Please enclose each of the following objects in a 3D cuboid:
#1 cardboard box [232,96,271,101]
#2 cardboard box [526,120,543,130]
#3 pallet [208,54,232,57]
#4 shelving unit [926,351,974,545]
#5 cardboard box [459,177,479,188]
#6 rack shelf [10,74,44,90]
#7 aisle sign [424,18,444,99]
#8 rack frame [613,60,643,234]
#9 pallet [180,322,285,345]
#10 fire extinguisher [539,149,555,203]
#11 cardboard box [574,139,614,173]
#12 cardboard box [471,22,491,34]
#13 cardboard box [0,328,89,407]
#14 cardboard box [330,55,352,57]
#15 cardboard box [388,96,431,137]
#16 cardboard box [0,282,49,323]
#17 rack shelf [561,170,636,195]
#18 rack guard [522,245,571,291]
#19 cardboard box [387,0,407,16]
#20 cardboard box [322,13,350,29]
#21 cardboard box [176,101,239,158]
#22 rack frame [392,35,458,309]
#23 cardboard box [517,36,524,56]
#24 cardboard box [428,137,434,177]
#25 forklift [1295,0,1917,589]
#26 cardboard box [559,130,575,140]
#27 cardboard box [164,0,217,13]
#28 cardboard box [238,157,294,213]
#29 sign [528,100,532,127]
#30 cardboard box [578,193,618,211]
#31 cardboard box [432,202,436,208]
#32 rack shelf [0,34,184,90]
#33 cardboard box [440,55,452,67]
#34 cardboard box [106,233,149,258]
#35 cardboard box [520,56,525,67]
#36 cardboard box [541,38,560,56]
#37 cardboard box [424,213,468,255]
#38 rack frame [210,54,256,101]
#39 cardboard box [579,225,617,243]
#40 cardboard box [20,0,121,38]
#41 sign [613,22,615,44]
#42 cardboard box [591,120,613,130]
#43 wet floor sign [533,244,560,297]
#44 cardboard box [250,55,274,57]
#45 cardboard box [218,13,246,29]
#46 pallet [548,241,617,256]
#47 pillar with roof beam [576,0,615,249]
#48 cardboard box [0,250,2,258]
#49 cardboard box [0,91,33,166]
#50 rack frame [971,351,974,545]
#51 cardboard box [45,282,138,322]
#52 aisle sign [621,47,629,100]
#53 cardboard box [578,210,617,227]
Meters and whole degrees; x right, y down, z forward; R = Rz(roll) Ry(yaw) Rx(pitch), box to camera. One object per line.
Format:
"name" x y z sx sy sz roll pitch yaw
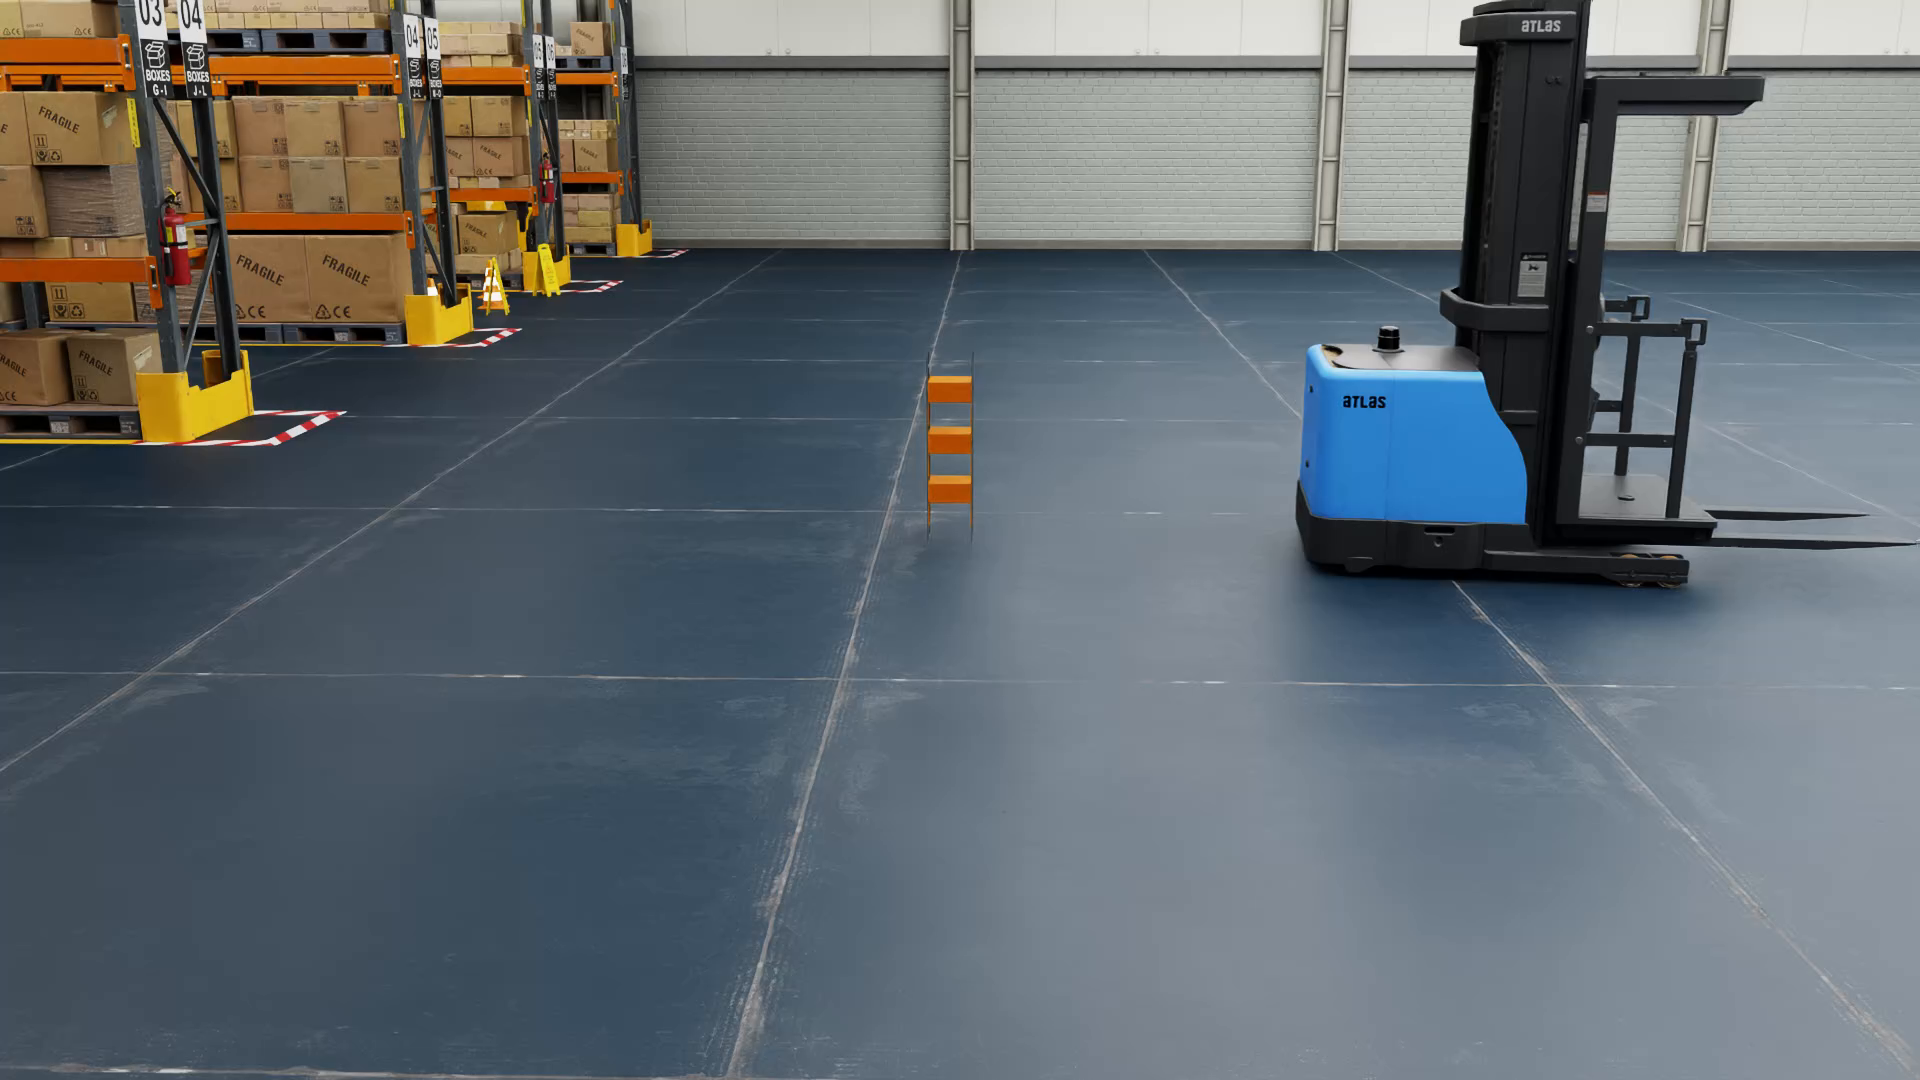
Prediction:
"cardboard box" -8.976 -5.474 21.471 0.500 0.500 0.700 0 15 1
"cardboard box" -6.672 -6.534 26.174 0.250 0.149 0.380 1 15 3
"pallet" -10.025 -6.248 21.629 1.003 0.211 1.213 0 15 1
"shelving unit" -0.053 -0.508 9.207 0.252 1.050 0.215 0 15 1
"cardboard box" -6.303 -4.638 21.531 0.250 0.149 0.380 0 15 0
"rack shelf" -11.435 -4.710 16.841 4.000 0.370 1.077 0 15 1
"aisle sign" -5.359 -4.901 16.940 0.004 0.787 0.394 0 15 1
"rack frame" -5.289 -6.097 26.569 0.127 3.000 1.000 0 15 1
"pallet" -7.455 -2.214 17.316 1.213 0.211 1.003 0 15 1
"fire extinguisher" -5.309 -4.675 21.332 0.183 0.674 0.296 0 15 1
"cardboard box" -5.787 -6.081 26.314 0.500 0.500 0.500 0 15 0
"cardboard box" -6.014 -6.484 21.085 0.250 0.149 0.380 1 15 2
"cardboard box" -6.887 -1.302 12.470 0.500 0.500 0.500 4 15 16
"cardboard box" -7.819 -6.091 21.158 0.250 0.149 0.380 0 15 0
"cardboard box" -6.946 -5.437 21.327 0.500 0.500 0.700 0 15 1
"cardboard box" -10.059 -2.690 17.244 0.750 0.750 1.050 0 15 1
"rack shelf" -7.288 -5.762 26.710 4.000 0.370 1.077 0 15 1
"rack guard" -5.488 -3.623 22.092 0.348 0.500 1.175 0 15 1
"cardboard box" -5.913 -5.410 16.776 0.500 0.250 0.500 0 15 1
"cardboard box" -6.030 -5.066 16.254 0.250 0.149 0.380 0 15 2
"cardboard box" -7.449 -4.164 16.830 0.500 0.550 0.875 0 15 1
"rack frame" -5.437 -3.568 16.984 0.127 3.000 1.000 0 15 1
"cardboard box" -5.908 -6.424 21.639 0.500 0.250 0.500 0 15 0
"cardboard box" -6.962 -4.965 21.500 0.500 0.500 0.500 0 15 1
"forklift" 3.373 -1.315 8.578 3.031 2.935 1.130 2 15 7
"cardboard box" -6.157 -6.401 26.254 0.250 0.149 0.380 1 15 2
"cardboard box" -7.439 -5.283 16.297 0.500 0.250 0.500 1 15 2
"cardboard box" -6.916 -3.665 17.058 0.550 0.550 0.875 0 15 1
"sign" -5.446 -5.402 21.047 0.005 0.325 0.100 0 15 1
"cardboard box" -5.757 -5.377 26.448 0.500 0.250 0.500 1 15 3
"cardboard box" -6.839 -4.307 21.611 0.250 0.149 0.380 1 15 2
"rack shelf" -7.664 -3.419 11.950 4.000 0.370 1.077 0 15 1
"cardboard box" -6.541 -6.113 21.243 0.250 0.149 0.380 0 15 2
"cardboard box" -5.955 -2.131 12.031 0.250 0.149 0.380 0 15 1
"cardboard box" -5.735 -6.245 21.742 0.250 0.149 0.380 0 15 1
"cardboard box" -6.378 -7.663 25.870 0.258 0.266 0.396 0 15 2
"cardboard box" -6.741 -4.008 21.750 0.500 0.500 0.500 1 15 4
"rack frame" -9.410 -4.857 21.870 0.127 3.000 1.000 0 15 1
"cardboard box" -5.766 -4.893 26.572 0.500 0.250 0.500 0 15 2
"cardboard box" -6.153 -3.620 11.595 0.500 0.250 0.500 1 15 3
"sign" -5.316 -7.799 25.559 0.005 0.325 0.100 0 15 1
"cardboard box" -5.652 -6.551 26.240 0.250 0.149 0.380 0 15 2
"wet floor sign" -5.249 -3.418 21.032 0.232 0.644 0.267 6 16 21
"cardboard box" -8.845 -6.105 21.211 0.250 0.149 0.380 0 15 1
"cardboard box" -7.048 -5.072 16.279 0.250 0.149 0.380 0 15 2
"pallet" -6.054 -4.743 26.903 1.213 0.211 1.003 0 15 1
"pillar with roof beam" -6.072 -8.134 22.531 0.400 9.000 9.100 0 15 1
"cardboard box" -6.955 -2.140 12.062 0.250 0.149 0.380 0 15 1
"cardboard box" -6.721 -2.922 11.795 0.500 0.500 0.500 0 15 1
"rack frame" 0.068 -0.507 9.204 0.008 1.050 0.200 0 15 1
"cardboard box" -8.809 -2.748 17.217 0.875 0.875 0.875 1 15 2
"aisle sign" -5.231 -7.278 25.952 0.004 0.787 0.394 0 15 1
"cardboard box" -5.783 -5.136 26.512 0.500 0.250 0.500 0 15 1
